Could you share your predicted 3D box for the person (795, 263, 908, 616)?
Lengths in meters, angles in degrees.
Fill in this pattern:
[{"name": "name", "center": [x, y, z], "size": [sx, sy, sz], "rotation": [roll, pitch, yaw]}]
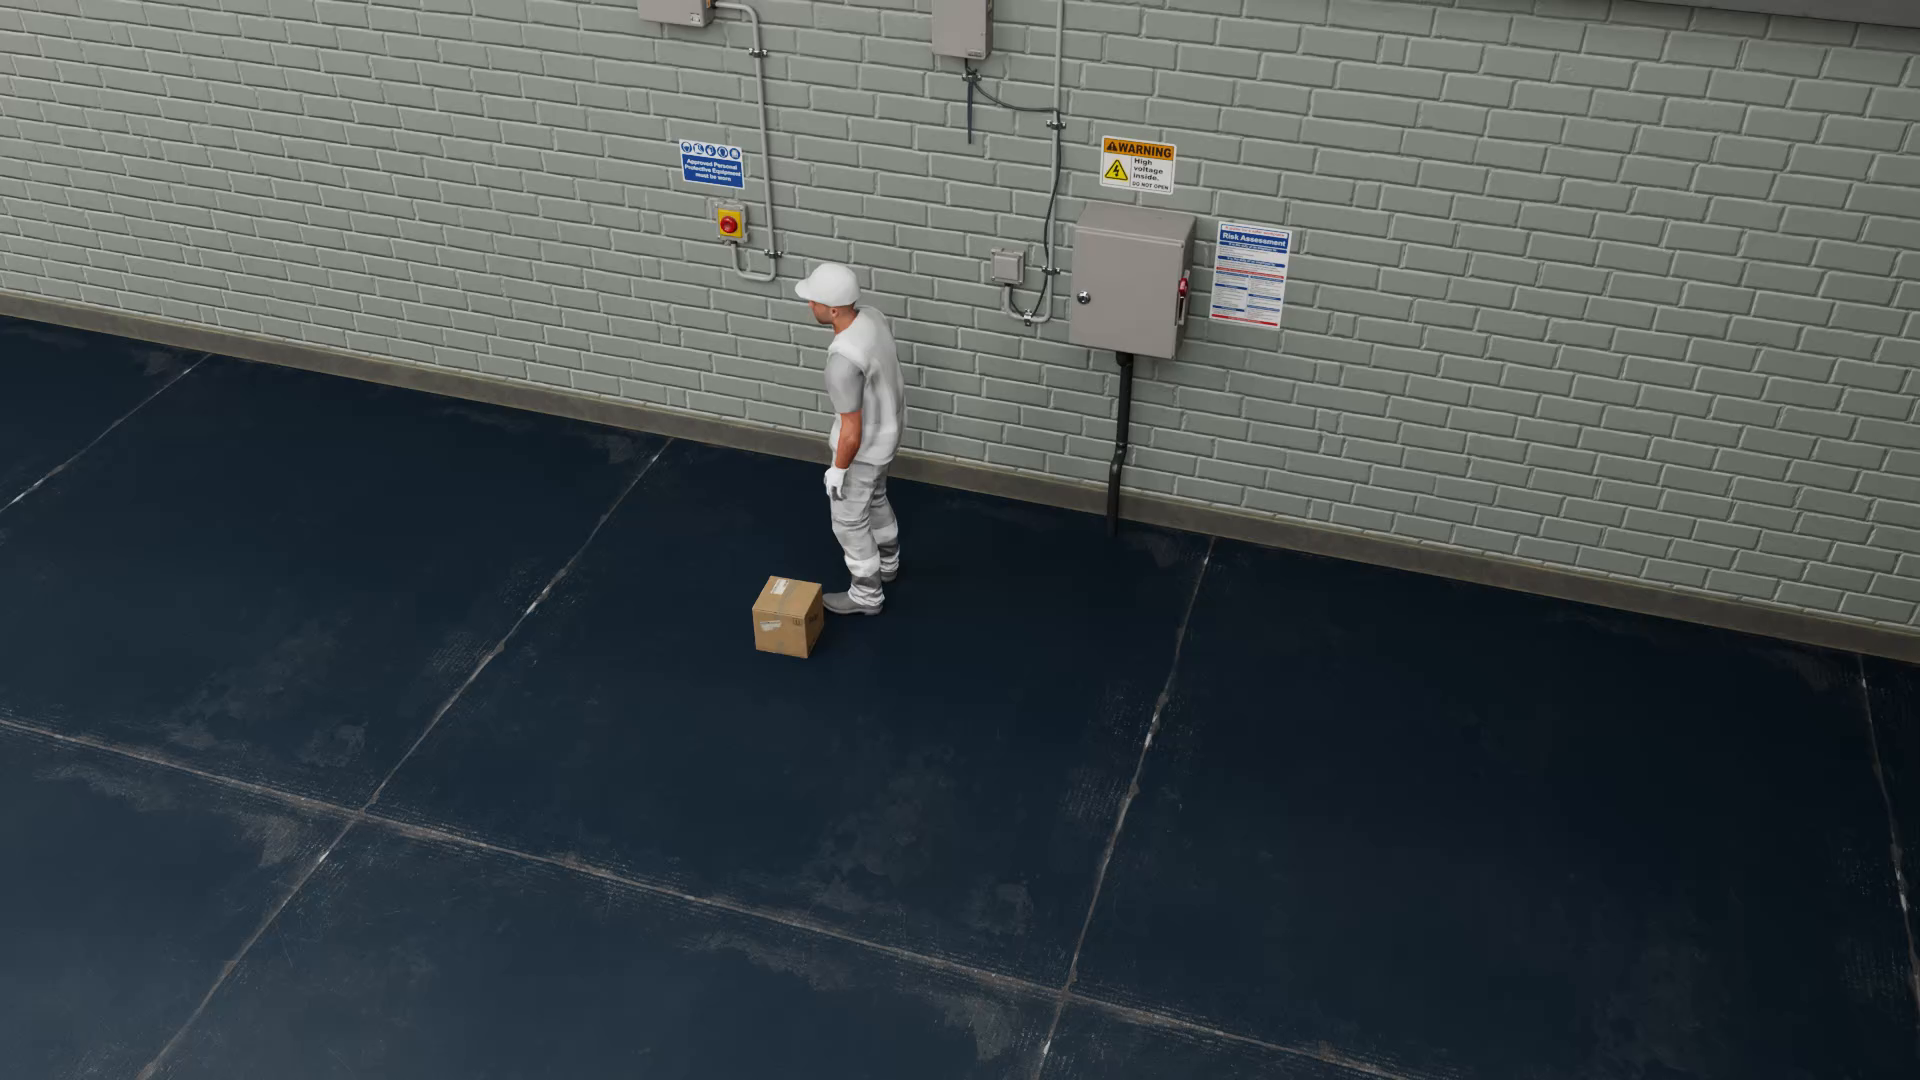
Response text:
[{"name": "person", "center": [-0.469, -0.441, 7.471], "size": [0.451, 1.779, 0.618], "rotation": [8, 38, 11]}]
